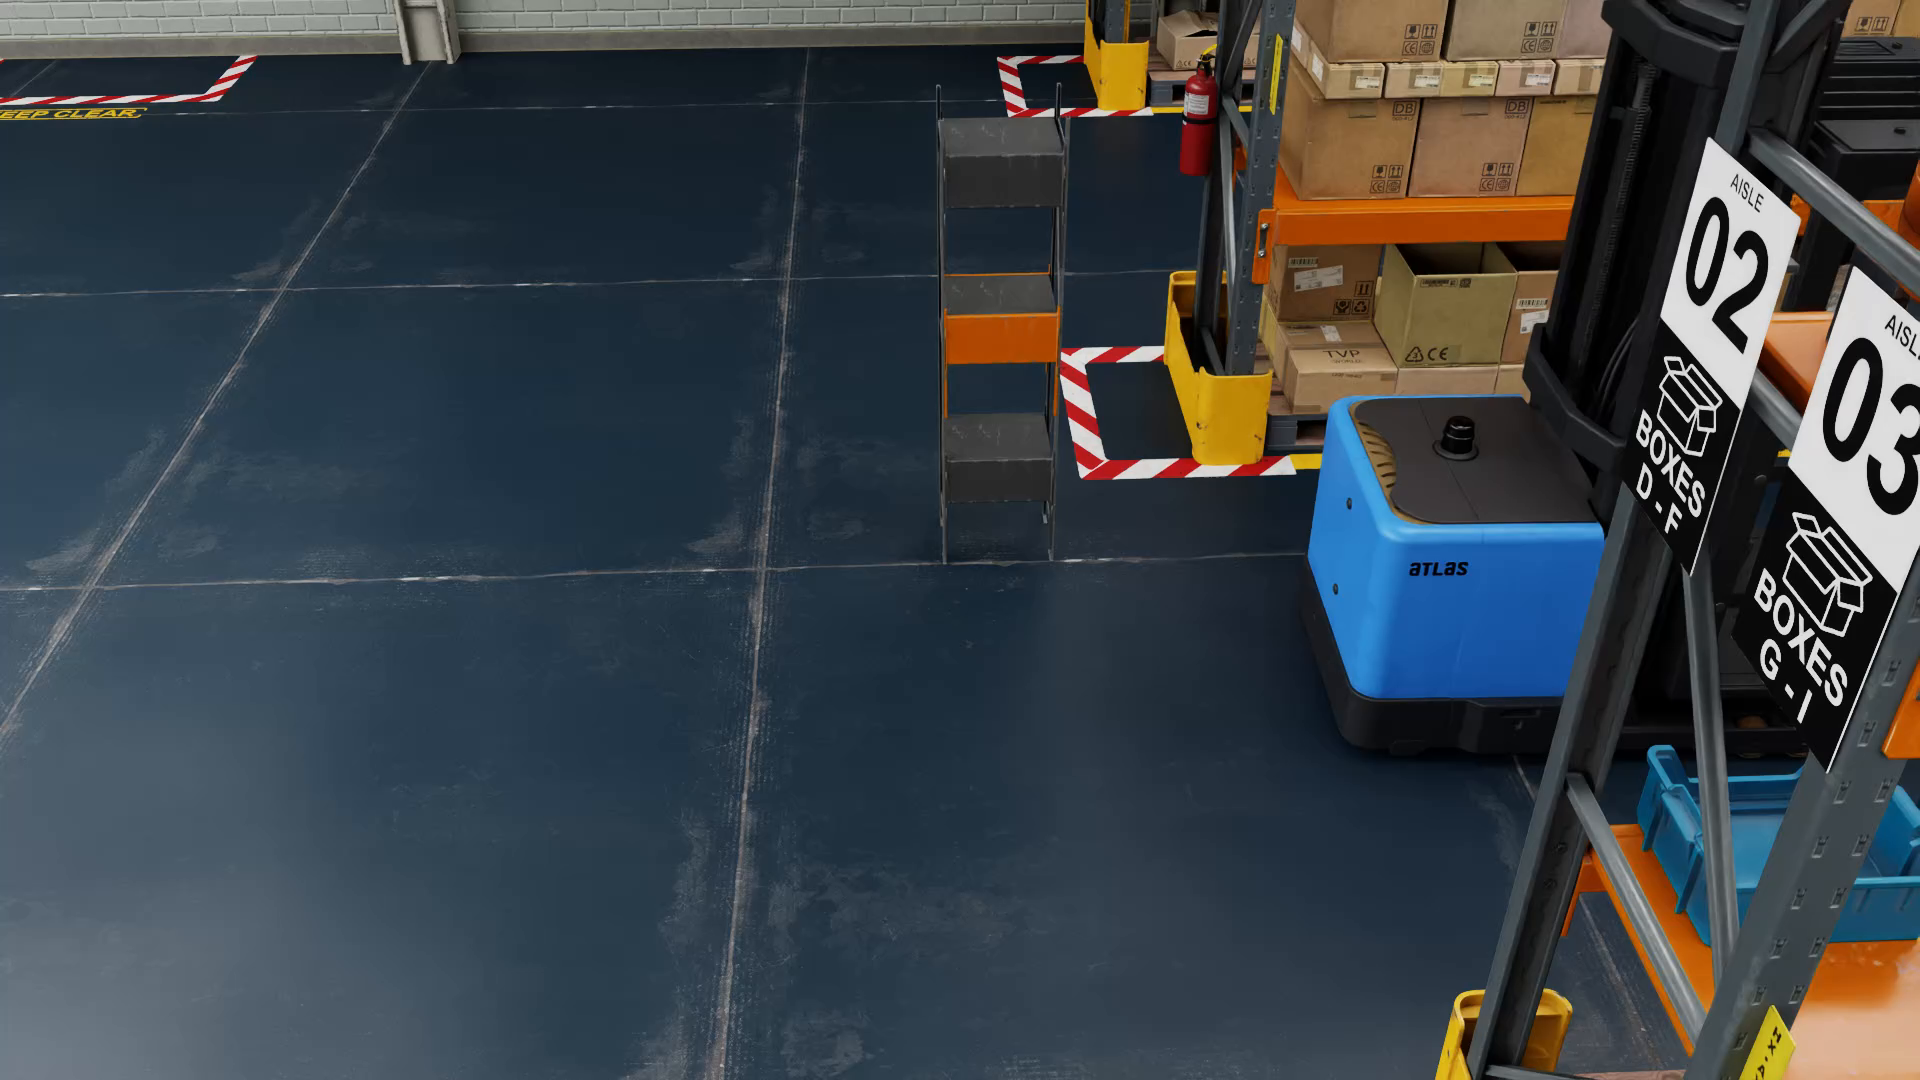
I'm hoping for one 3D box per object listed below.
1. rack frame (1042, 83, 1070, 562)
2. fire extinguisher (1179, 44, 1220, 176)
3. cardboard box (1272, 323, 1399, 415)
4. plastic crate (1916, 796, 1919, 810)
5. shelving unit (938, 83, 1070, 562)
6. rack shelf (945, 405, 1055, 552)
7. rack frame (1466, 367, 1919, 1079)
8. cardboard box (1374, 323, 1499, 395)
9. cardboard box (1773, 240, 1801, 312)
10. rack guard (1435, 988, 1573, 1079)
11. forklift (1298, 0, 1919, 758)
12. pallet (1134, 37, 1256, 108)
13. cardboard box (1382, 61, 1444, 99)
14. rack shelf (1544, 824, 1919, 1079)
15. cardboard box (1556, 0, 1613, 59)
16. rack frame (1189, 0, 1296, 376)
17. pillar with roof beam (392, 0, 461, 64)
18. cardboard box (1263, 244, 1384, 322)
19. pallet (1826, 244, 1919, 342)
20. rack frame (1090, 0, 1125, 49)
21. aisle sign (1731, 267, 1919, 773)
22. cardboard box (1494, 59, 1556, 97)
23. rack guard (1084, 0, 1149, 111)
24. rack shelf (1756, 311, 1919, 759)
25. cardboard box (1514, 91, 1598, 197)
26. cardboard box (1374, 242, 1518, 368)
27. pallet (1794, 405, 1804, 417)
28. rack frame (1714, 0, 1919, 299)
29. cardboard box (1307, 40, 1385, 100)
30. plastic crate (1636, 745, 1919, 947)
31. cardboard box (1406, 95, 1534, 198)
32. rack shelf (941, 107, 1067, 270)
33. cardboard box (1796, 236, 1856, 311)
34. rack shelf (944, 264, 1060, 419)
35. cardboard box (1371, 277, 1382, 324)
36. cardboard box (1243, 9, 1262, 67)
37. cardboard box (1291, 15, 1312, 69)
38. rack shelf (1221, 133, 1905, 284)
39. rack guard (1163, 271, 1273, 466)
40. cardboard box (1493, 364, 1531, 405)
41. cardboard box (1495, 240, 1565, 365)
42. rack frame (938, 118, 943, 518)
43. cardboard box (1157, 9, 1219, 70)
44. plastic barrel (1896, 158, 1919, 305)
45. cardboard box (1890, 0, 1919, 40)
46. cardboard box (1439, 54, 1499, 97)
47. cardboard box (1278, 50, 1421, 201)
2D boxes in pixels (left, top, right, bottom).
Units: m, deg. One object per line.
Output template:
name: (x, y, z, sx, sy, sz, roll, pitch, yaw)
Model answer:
rack frame: (0.409, -0.874, 7.168, 0.015, 2.100, 0.400, -2, 35, -2)
fire extinguisher: (1.205, -2.170, 8.318, 0.183, 0.674, 0.296, -2, 35, -2)
cardboard box: (1.892, -0.871, 8.420, 0.500, 0.250, 0.500, -2, 35, -2)
plastic crate: (2.711, 0.738, 4.178, 0.408, 0.251, 0.499, -2, 35, -2)
shelving unit: (0.168, -0.868, 7.159, 0.499, 2.100, 0.431, -2, 35, -2)
rack shelf: (0.165, -0.281, 7.565, 0.480, 0.518, 0.431, -2, 35, -2)
rack frame: (1.576, 0.875, 3.850, 0.127, 3.000, 1.000, -2, 35, -2)
cardboard box: (2.391, -0.886, 8.442, 0.500, 0.250, 0.500, -2, 35, -2)
cardboard box: (3.889, -1.240, 8.294, 0.500, 0.500, 0.500, -2, 35, -2)
rack guard: (1.650, 1.874, 4.603, 0.348, 0.500, 1.175, -2, 35, -2)
forklift: (2.230, -0.829, 6.372, 4.545, 2.935, 1.782, -1, 35, -1)
pallet: (1.996, -3.614, 12.786, 1.213, 0.211, 1.003, -2, 35, -2)
cardboard box: (2.011, -2.146, 7.556, 0.250, 0.149, 0.380, -2, 35, -3)
rack shelf: (3.574, 1.117, 4.133, 4.000, 0.370, 1.077, -2, 35, -2)
cardboard box: (2.894, -2.553, 7.576, 0.500, 0.500, 0.700, -1, 35, -2)
rack frame: (1.346, -1.941, 7.919, 0.127, 3.000, 1.000, -2, 35, -2)
pillar with roof beam: (-4.024, -5.125, 7.248, 0.400, 9.000, 9.100, -2, 35, -2)
cardboard box: (1.867, -1.475, 8.633, 0.500, 0.500, 0.500, -2, 35, -2)
pallet: (2.407, -0.248, 3.002, 1.213, 0.211, 1.003, -2, 35, -2)
rack frame: (1.107, -4.757, 11.987, 0.127, 3.000, 1.000, -2, 35, -2)
aisle sign: (1.518, -0.026, 2.867, 0.004, 0.787, 0.394, -2, 35, -2)
cardboard box: (2.513, -2.157, 7.573, 0.250, 0.149, 0.380, -2, 35, -3)
rack guard: (1.183, -3.731, 12.702, 0.348, 0.500, 1.175, -2, 35, -2)
rack shelf: (3.574, -0.117, 3.279, 4.000, 0.370, 1.077, -2, 35, -2)
cardboard box: (2.833, -2.014, 7.937, 0.500, 0.500, 0.700, -1, 35, -2)
cardboard box: (2.391, -1.194, 8.227, 0.500, 0.500, 0.500, -2, 35, -2)
pallet: (4.545, -0.904, 8.871, 1.213, 0.211, 1.003, -2, 35, -2)
rack frame: (1.576, -1.592, 2.143, 0.127, 3.000, 1.000, -2, 35, -2)
cardboard box: (1.748, -2.137, 7.544, 0.250, 0.149, 0.380, -2, 35, -3)
plastic crate: (2.062, 0.752, 4.158, 0.616, 0.251, 0.499, -2, 35, -2)
cardboard box: (4.548, -1.777, 8.332, 4.930, 1.340, 1.023, -1, 35, -1)
rack shelf: (0.165, -1.432, 6.768, 0.480, 0.518, 0.431, -2, 35, -2)
cardboard box: (4.388, -1.255, 8.316, 0.500, 0.500, 0.500, -2, 35, -2)
rack shelf: (0.165, -0.857, 7.167, 0.480, 0.518, 0.431, -2, 35, -2)
cardboard box: (2.366, -1.186, 8.874, 0.500, 0.250, 0.500, -2, 35, -2)
cardboard box: (2.372, -3.815, 12.602, 0.500, 0.311, 0.500, 1, 35, 2)
cardboard box: (1.718, -2.367, 7.877, 0.250, 0.149, 0.380, -2, 35, -3)
rack shelf: (3.343, -1.699, 8.201, 4.000, 0.370, 1.077, -2, 35, -2)
rack guard: (1.322, -0.912, 8.629, 0.348, 0.500, 1.175, -2, 35, -2)
cardboard box: (2.890, -0.900, 8.461, 0.500, 0.250, 0.500, -2, 35, -2)
cardboard box: (2.890, -1.215, 8.257, 0.500, 0.500, 0.500, -2, 35, -2)
rack frame: (-0.078, -0.861, 7.148, 0.006, 1.831, 0.380, -2, 35, -2)
cardboard box: (1.803, -3.799, 12.580, 0.500, 0.311, 0.500, -5, 35, -8)
plastic barrel: (2.056, -0.793, 2.878, 0.708, 0.830, 0.600, -2, 35, -2)
cardboard box: (4.393, -2.593, 7.633, 0.500, 0.500, 0.700, -2, 35, -2)
cardboard box: (2.260, -2.151, 7.565, 0.250, 0.149, 0.380, -1, 35, -2)
cardboard box: (1.812, -1.987, 7.898, 0.500, 0.500, 0.700, -2, 35, -2)
